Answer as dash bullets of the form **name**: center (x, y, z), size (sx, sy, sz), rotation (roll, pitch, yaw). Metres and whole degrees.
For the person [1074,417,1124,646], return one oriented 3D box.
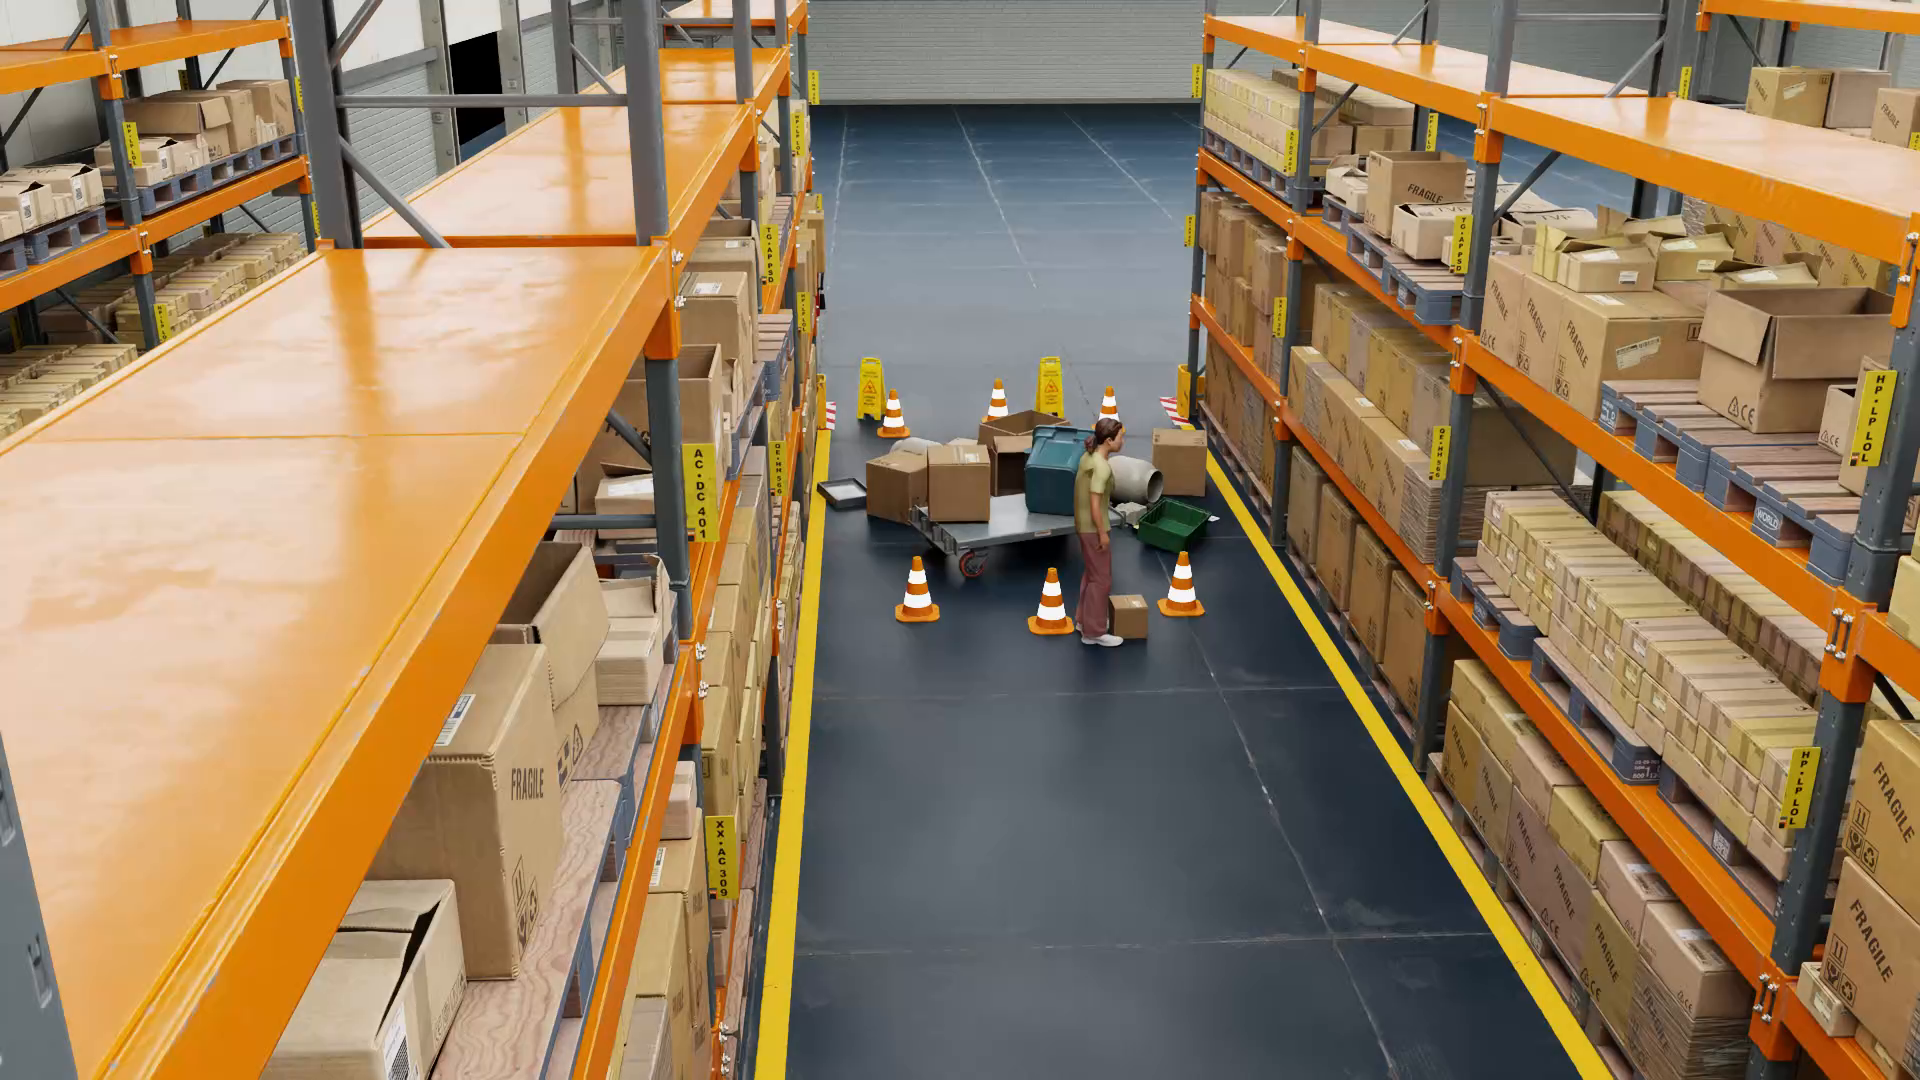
- **person**: center (1.014, -0.072, 12.127), size (0.341, 1.652, 0.506), rotation (-1, 21, -4)
